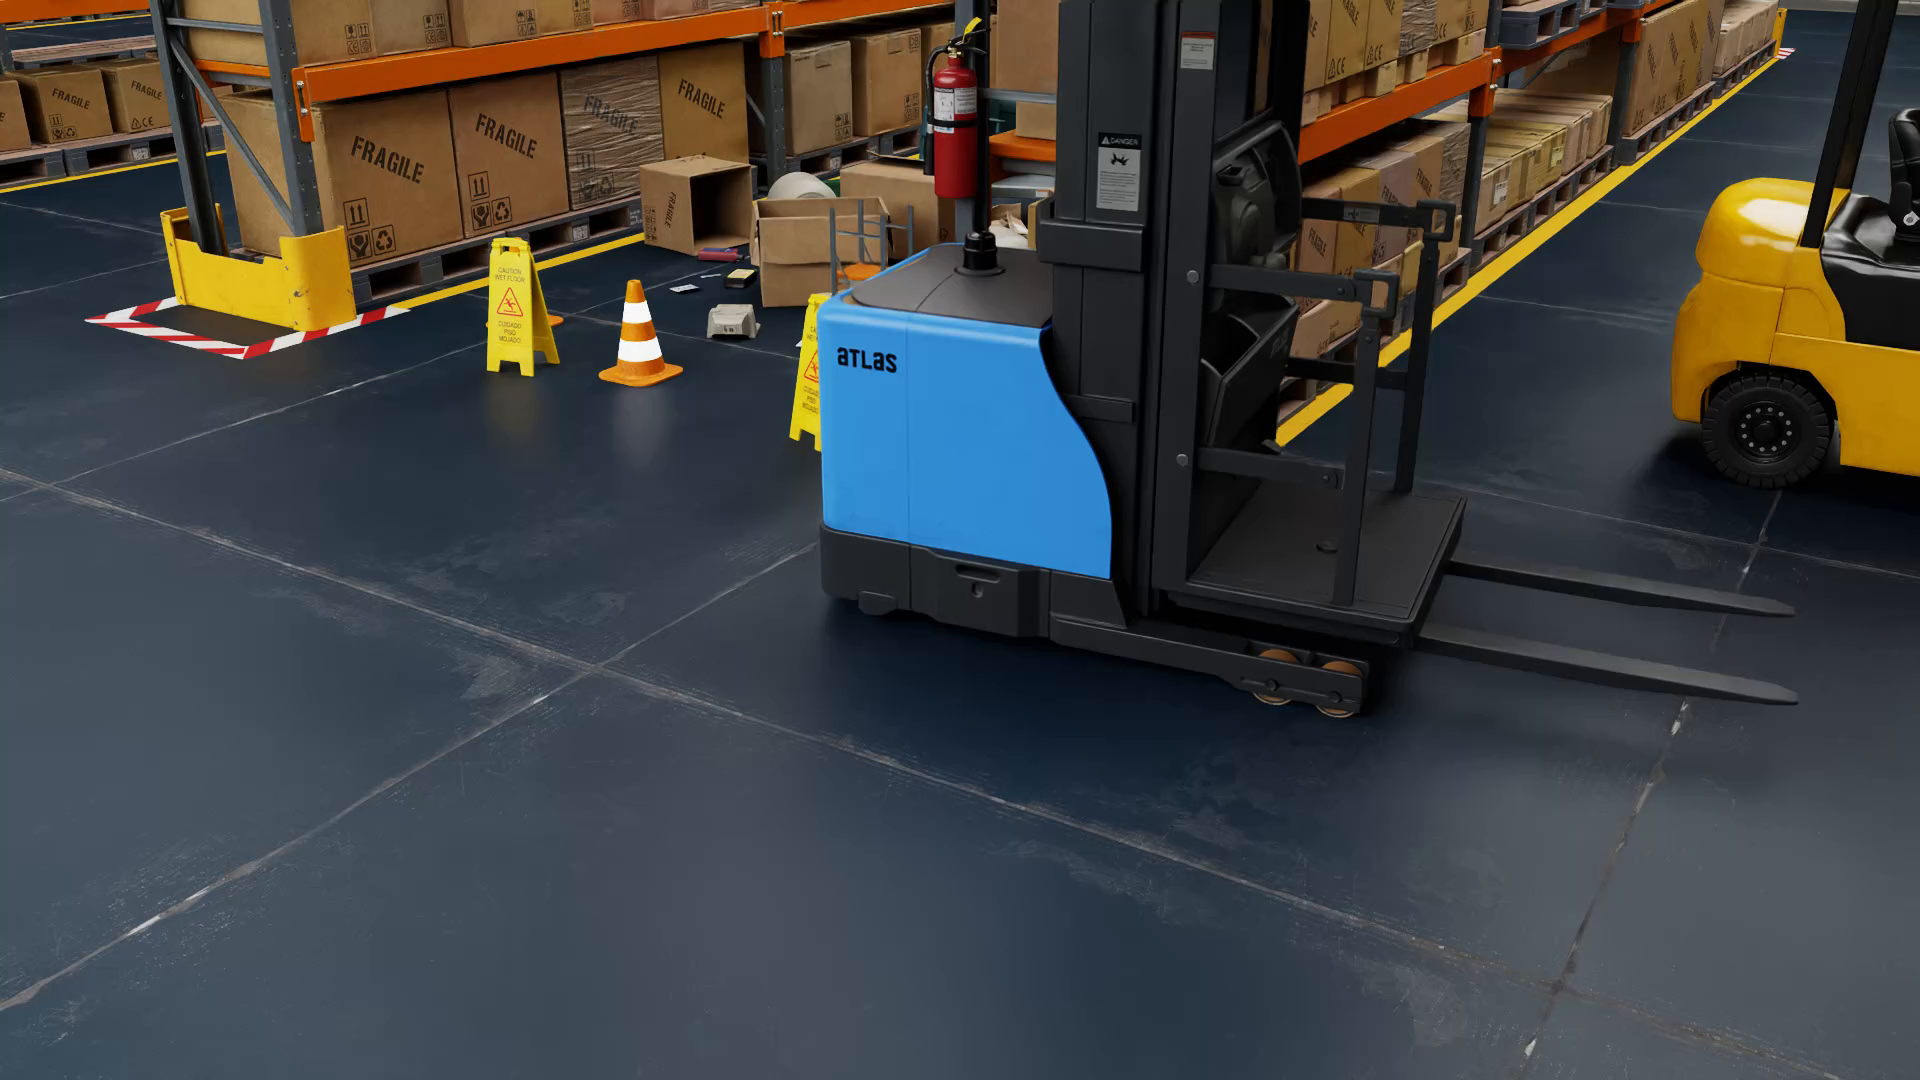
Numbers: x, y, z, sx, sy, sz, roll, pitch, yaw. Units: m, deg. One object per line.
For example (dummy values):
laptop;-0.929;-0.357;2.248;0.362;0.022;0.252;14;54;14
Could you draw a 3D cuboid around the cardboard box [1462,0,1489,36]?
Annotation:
cardboard box;2.522;-2.983;8.865;0.500;0.500;0.500;13;27;28

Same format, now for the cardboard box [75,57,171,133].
cardboard box;-6.675;-3.577;13.356;0.500;0.500;0.500;11;26;24

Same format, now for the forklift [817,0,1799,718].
forklift;1.088;-1.049;4.985;3.031;2.935;1.130;10;25;22

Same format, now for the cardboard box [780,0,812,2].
cardboard box;-1.207;-4.173;11.988;0.500;0.500;0.500;14;27;30

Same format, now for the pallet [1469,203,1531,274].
pallet;2.955;-1.986;10.572;1.003;0.211;1.213;14;27;29

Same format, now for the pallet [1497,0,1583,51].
pallet;3.072;-3.142;9.974;1.003;0.211;1.213;14;27;29

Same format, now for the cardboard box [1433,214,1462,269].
cardboard box;2.462;-1.678;9.282;0.500;0.250;0.500;15;28;31

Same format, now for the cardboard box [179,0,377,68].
cardboard box;-3.666;-2.859;8.891;0.875;0.550;0.550;14;27;29

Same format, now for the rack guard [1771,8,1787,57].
rack guard;8.888;-5.914;19.281;1.175;0.500;0.348;14;27;29

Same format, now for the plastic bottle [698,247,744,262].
plastic bottle;-1.454;-1.751;10.219;0.283;0.061;0.133;5;24;11

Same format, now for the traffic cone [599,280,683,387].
traffic cone;-1.556;-1.022;8.028;0.336;0.463;0.334;14;27;29

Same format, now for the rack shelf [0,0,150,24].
rack shelf;-6.929;-4.074;12.791;1.077;0.370;4.000;14;27;29

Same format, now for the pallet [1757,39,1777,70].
pallet;8.520;-5.487;18.659;1.003;0.211;1.213;14;27;29

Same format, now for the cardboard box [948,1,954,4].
cardboard box;-0.294;-7.807;22.655;0.875;0.875;0.875;14;27;29

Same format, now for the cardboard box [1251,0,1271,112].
cardboard box;0.921;-1.937;6.448;0.500;0.500;0.500;13;27;28

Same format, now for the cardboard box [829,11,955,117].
cardboard box;-0.459;-4.034;14.095;1.050;0.750;0.750;14;27;30

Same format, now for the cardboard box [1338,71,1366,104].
cardboard box;1.654;-2.124;7.698;0.380;0.149;0.250;13;27;28

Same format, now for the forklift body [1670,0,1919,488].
forklift body;4.105;-1.247;6.422;2.313;2.155;1.214;14;27;29

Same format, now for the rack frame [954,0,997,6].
rack frame;0.397;-5.356;14.846;1.000;3.000;0.127;14;27;29

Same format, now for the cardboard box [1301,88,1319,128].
cardboard box;1.293;-1.845;7.053;0.380;0.149;0.250;14;27;30

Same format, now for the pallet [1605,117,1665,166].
pallet;5.135;-3.323;13.661;1.003;0.211;1.213;14;27;29

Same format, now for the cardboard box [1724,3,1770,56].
cardboard box;8.136;-5.515;17.911;0.875;0.438;0.875;15;27;30

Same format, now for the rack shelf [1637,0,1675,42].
rack shelf;5.710;-4.698;14.231;1.077;0.370;4.000;14;27;29

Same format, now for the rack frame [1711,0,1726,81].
rack frame;6.765;-5.703;15.648;1.000;3.000;0.127;14;27;29

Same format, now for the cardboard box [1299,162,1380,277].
cardboard box;1.651;-1.495;7.916;0.500;0.500;0.500;14;27;30

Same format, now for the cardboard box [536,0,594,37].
cardboard box;-2.748;-3.400;10.139;0.875;0.550;0.500;14;27;29

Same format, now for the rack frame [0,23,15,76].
rack frame;-10.082;-6.117;16.605;1.000;3.000;0.127;14;27;29

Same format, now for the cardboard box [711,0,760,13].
cardboard box;-1.898;-3.948;11.405;0.875;0.550;0.550;14;27;29

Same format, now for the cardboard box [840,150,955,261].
cardboard box;-0.303;-2.010;10.089;0.797;0.637;0.503;14;27;29

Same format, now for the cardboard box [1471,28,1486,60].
cardboard box;2.635;-2.715;9.062;0.380;0.149;0.250;14;27;28

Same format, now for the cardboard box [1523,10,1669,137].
cardboard box;5.090;-3.786;13.366;0.875;0.875;0.875;14;27;28

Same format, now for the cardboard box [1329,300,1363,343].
cardboard box;1.648;-1.155;8.076;0.500;0.250;0.500;16;28;32

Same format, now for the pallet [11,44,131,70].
pallet;-9.700;-5.111;17.790;1.003;0.211;1.213;14;27;29

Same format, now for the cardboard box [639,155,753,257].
cardboard box;-1.660;-2.121;10.517;0.500;0.500;0.500;20;30;38

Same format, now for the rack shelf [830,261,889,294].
rack shelf;-0.321;-0.944;6.126;0.258;0.103;0.180;13;27;28

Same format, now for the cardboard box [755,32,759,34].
cardboard box;-2.905;-6.175;18.884;1.225;0.875;0.875;14;27;29

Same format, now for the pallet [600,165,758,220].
pallet;-2.181;-2.486;11.727;1.003;0.211;1.213;14;27;29

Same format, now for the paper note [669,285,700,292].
paper note;-1.576;-1.452;9.568;0.142;0.017;0.144;-17;29;-35

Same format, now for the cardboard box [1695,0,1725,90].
cardboard box;6.506;-4.694;15.464;0.875;0.875;0.875;15;27;31

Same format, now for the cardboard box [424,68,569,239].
cardboard box;-3.059;-2.414;10.196;0.875;0.875;0.875;13;27;28

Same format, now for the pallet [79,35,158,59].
pallet;-9.058;-5.524;18.745;1.003;0.211;1.213;14;27;29

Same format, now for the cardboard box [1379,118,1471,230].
cardboard box;2.461;-2.022;9.133;0.500;0.500;0.500;13;27;28

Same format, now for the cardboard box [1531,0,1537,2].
cardboard box;3.244;-3.283;9.845;0.380;0.149;0.250;14;27;30

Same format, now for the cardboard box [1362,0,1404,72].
cardboard box;1.720;-2.458;7.652;0.500;0.500;0.500;13;27;28

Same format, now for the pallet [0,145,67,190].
pallet;-7.485;-2.742;12.319;1.003;0.211;1.213;14;27;29

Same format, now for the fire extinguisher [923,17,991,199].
fire extinguisher;-0.017;-1.675;6.441;0.296;0.674;0.183;14;27;29

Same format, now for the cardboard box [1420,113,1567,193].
cardboard box;3.561;-2.645;11.364;0.950;0.372;0.625;15;28;31

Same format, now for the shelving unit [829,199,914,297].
shelving unit;-0.320;-0.655;6.251;0.258;1.200;0.189;13;27;28

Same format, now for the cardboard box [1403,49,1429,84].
cardboard box;2.101;-2.371;8.268;0.380;0.149;0.250;13;27;28

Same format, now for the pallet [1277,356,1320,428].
pallet;0.934;-0.665;7.521;1.003;0.211;1.213;14;27;29

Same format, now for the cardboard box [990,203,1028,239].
cardboard box;0.292;-1.923;10.357;0.258;0.266;0.396;-3;24;-7
